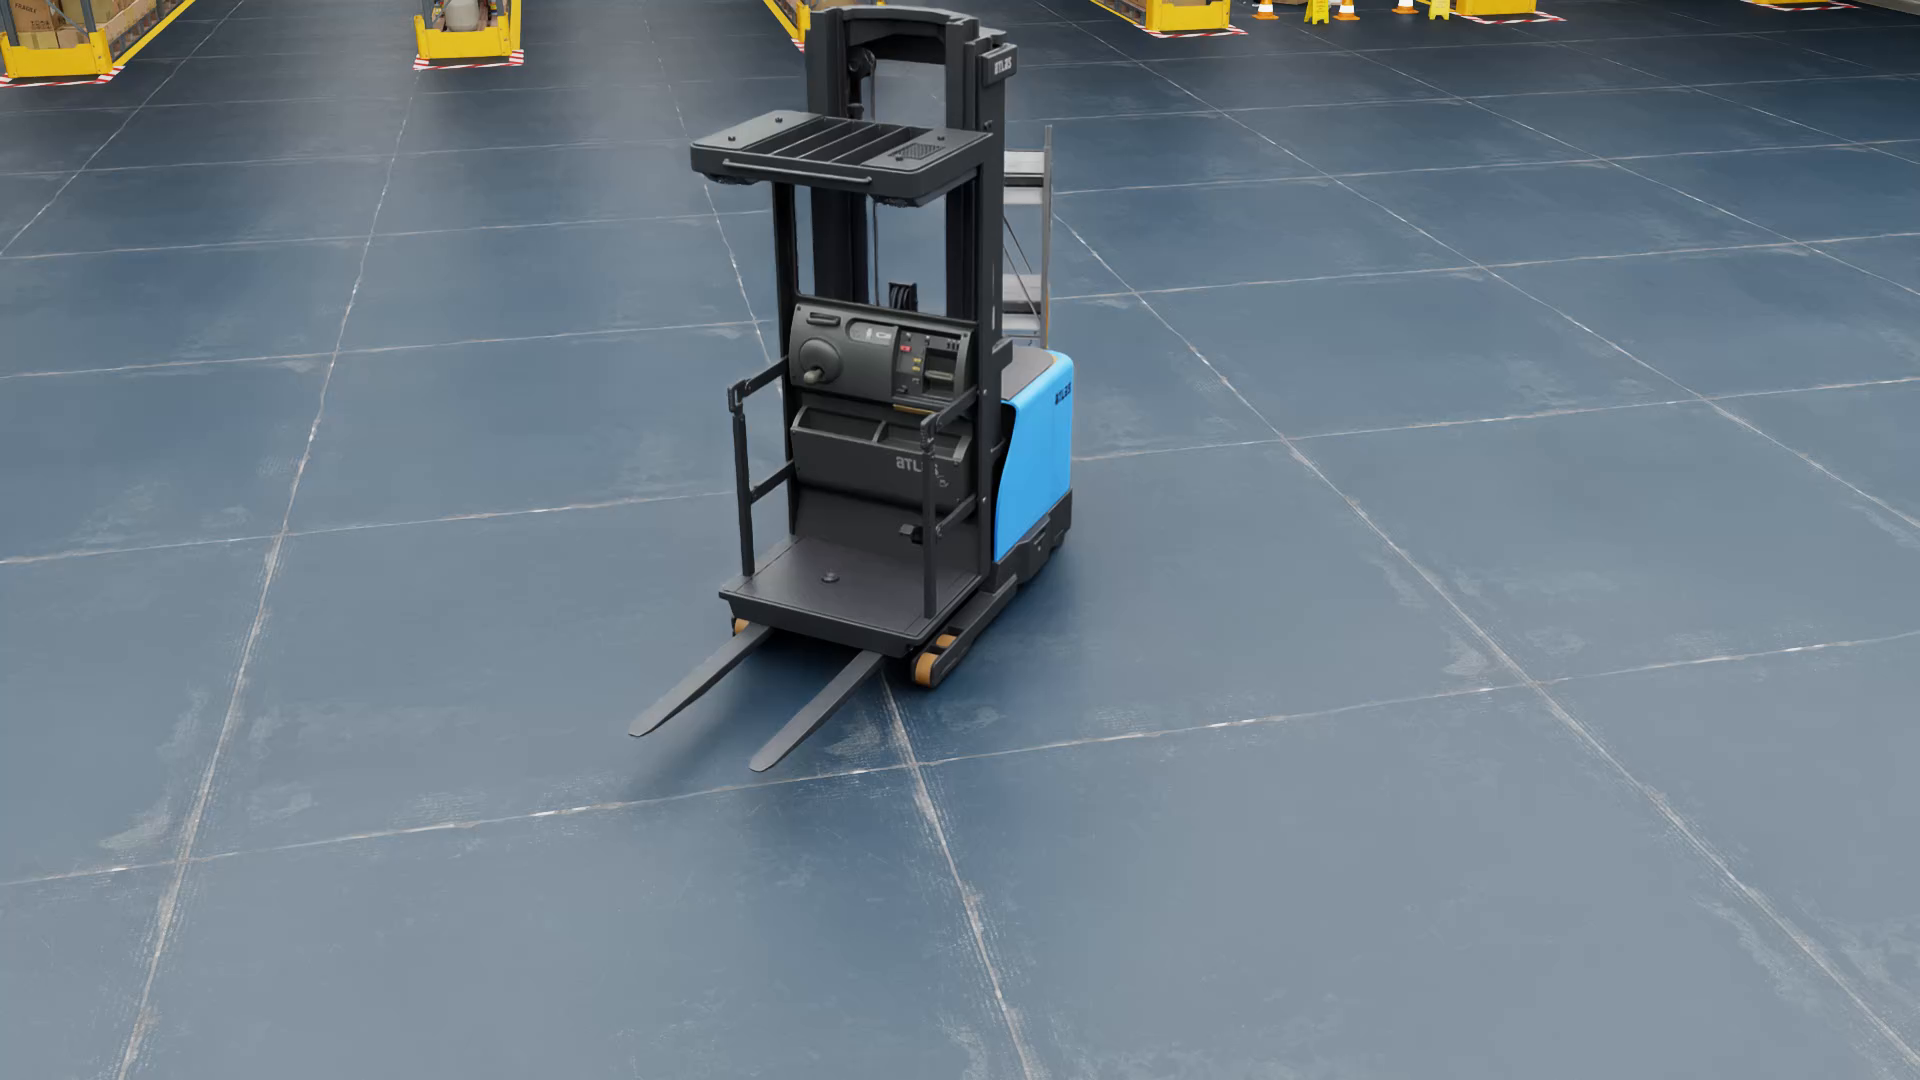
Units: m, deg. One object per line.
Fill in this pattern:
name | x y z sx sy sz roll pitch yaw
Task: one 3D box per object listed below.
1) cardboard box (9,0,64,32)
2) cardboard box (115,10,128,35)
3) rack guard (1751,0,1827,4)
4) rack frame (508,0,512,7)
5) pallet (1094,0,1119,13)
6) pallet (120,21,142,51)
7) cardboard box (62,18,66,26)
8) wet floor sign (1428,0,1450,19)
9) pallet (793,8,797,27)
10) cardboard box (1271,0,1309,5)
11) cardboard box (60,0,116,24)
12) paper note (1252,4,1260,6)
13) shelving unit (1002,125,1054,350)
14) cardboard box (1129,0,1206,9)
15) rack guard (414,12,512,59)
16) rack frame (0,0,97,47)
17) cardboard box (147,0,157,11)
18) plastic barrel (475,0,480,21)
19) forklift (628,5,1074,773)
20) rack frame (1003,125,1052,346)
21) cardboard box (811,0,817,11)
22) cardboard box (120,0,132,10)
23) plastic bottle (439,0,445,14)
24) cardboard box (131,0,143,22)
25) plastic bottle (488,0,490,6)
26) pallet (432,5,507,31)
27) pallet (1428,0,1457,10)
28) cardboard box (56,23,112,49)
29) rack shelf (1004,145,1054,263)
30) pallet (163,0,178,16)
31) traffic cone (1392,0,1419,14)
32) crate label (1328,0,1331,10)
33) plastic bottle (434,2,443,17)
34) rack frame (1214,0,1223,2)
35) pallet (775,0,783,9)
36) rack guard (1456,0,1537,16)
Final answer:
cardboard box | -11.682 -6.702 20.953 0.500 0.500 0.500 -6 27 -12
cardboard box | -11.404 -6.859 22.095 0.500 0.250 0.500 -6 27 -12
rack guard | 12.876 -8.592 25.718 1.175 0.500 0.348 -6 27 -12
rack frame | -7.346 -9.460 24.663 1.000 3.000 0.127 -6 27 -12
pallet | 2.708 -8.298 25.457 1.003 0.211 1.213 -6 27 -12
pallet | -11.756 -6.823 22.534 1.003 0.211 1.213 -6 27 -12
cardboard box | -11.805 -6.586 21.555 0.500 0.250 0.500 -6 27 -12
wet floor sign | 7.036 -7.970 24.324 0.267 0.644 0.232 3 27 6
pallet | -1.785 -7.355 23.588 1.003 0.211 1.213 -6 27 -12
cardboard box | 5.173 -8.612 25.755 0.637 0.503 0.797 19 32 32
cardboard box | -11.290 -6.974 21.492 0.500 0.500 0.500 -6 27 -12
paper note | 4.546 -8.182 25.429 0.144 0.017 0.142 3 27 6
shelving unit | 0.286 -1.217 9.332 0.431 2.100 0.503 1 27 3
cardboard box | 3.019 -8.196 24.051 0.875 0.875 0.875 -6 27 -11
rack guard | -6.508 -6.616 21.803 1.175 0.500 0.348 -6 27 -12
rack frame | -11.272 -7.202 20.190 1.000 3.000 0.127 -6 27 -12
cardboard box | -11.856 -7.737 23.835 0.500 0.250 0.500 -6 27 -12
plastic barrel | -6.781 -7.282 22.642 0.421 0.512 0.421 0 27 0
forklift | -0.472 -0.833 7.648 1.130 2.935 3.031 12 29 23
rack frame | 0.300 -1.327 9.549 0.400 2.100 0.015 1 27 3
cardboard box | -1.912 -7.813 23.708 0.500 0.500 0.500 1 27 2
cardboard box | -11.511 -7.414 22.363 0.500 0.500 0.500 -6 27 -12
plastic bottle | -7.316 -7.559 23.432 0.152 0.276 0.135 -6 27 -11
cardboard box | -11.626 -7.298 22.966 0.500 0.250 0.500 -6 27 -12
plastic bottle | -6.772 -7.889 24.085 0.152 0.276 0.135 -5 27 -11
pallet | -6.957 -7.379 23.635 1.003 0.211 1.213 -6 27 -12
pallet | 7.870 -8.362 25.582 1.003 0.211 1.213 -6 27 -12
cardboard box | -11.176 -6.420 21.226 0.500 0.250 0.500 -6 27 -12
rack shelf | 0.286 -1.830 9.023 0.431 0.518 0.480 1 27 3
pallet | -12.377 -8.033 24.931 1.003 0.211 1.213 -6 27 -12
traffic cone | 6.682 -8.138 24.860 0.336 0.463 0.334 -6 27 -12
crate label | 5.440 -8.069 25.086 0.250 0.136 0.298 -23 35 -38
plastic bottle | -7.286 -7.412 23.224 0.097 0.201 0.097 0 27 0
rack frame | 3.236 -8.666 23.090 1.000 3.000 0.127 -6 27 -12
pallet | -2.335 -8.426 25.710 1.003 0.211 1.213 -6 27 -12
rack guard | 8.019 -8.130 24.803 1.175 0.500 0.348 -6 27 -12
